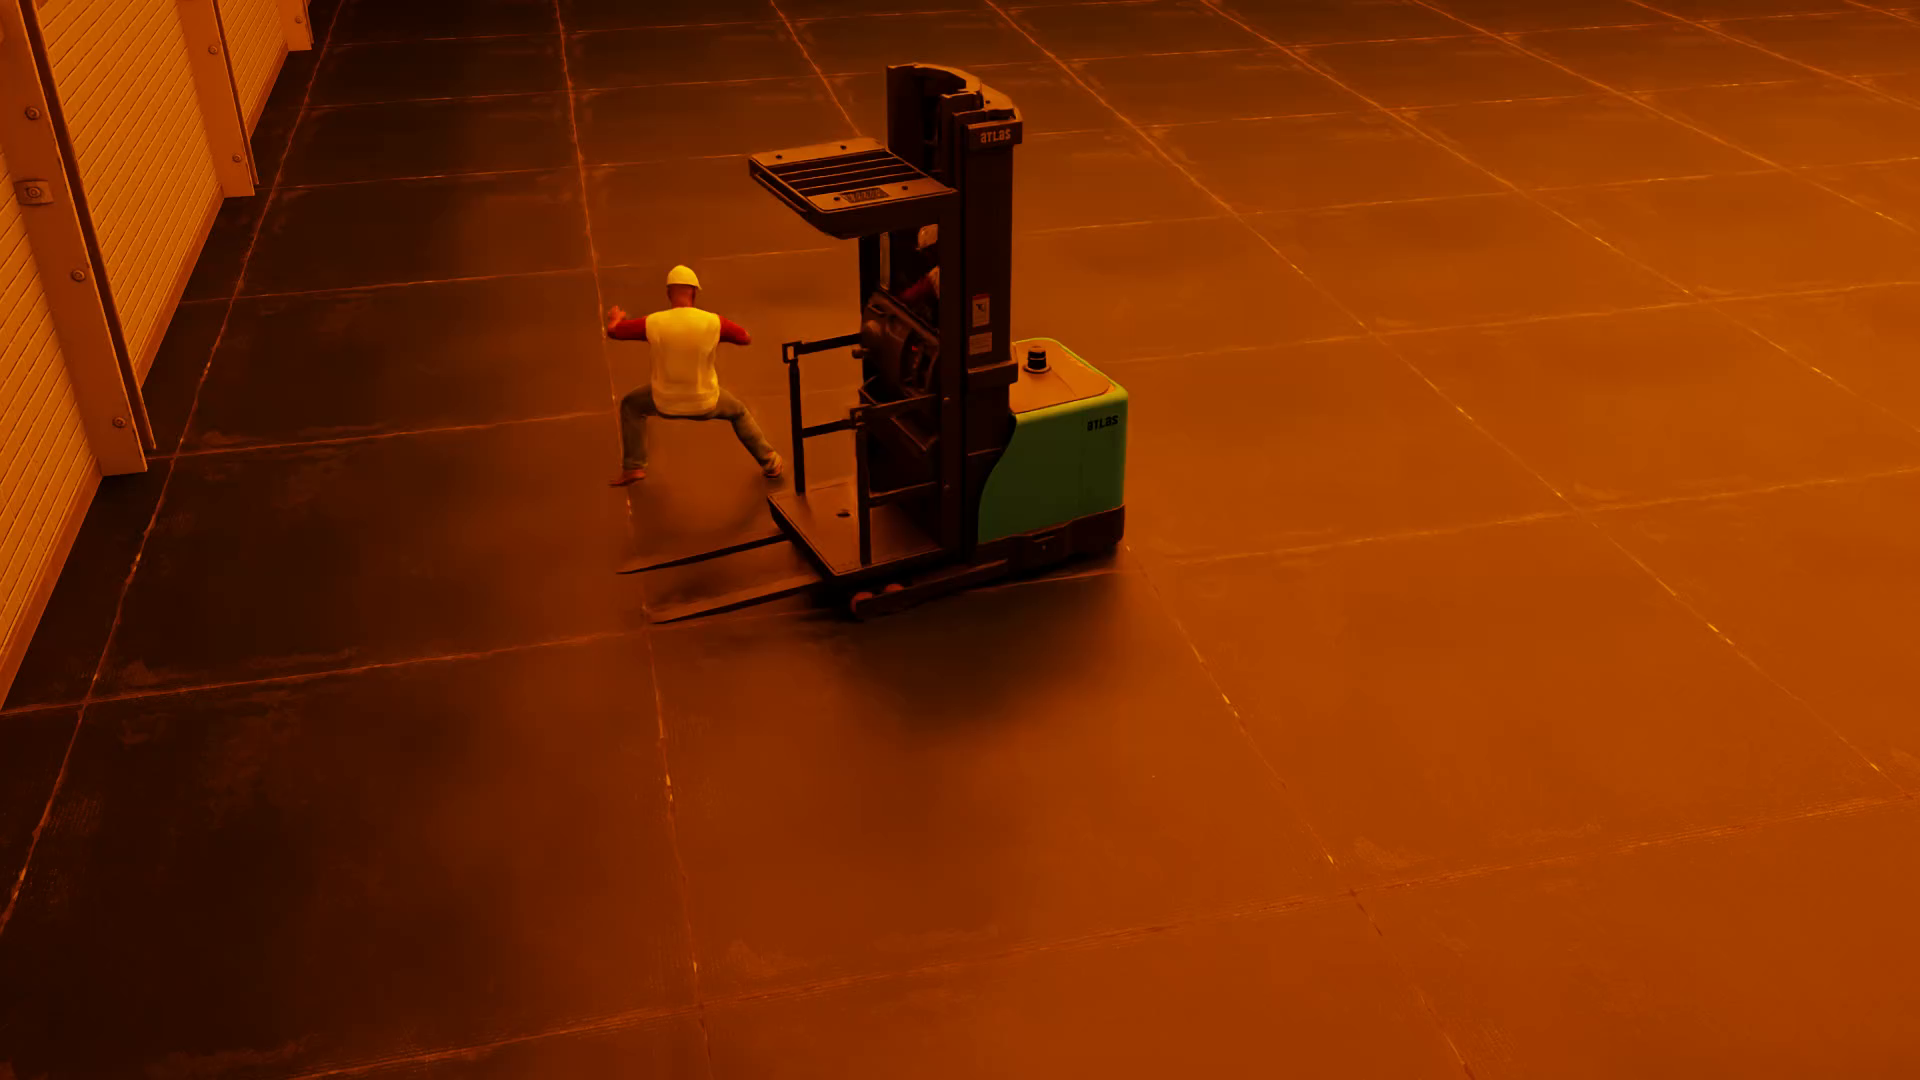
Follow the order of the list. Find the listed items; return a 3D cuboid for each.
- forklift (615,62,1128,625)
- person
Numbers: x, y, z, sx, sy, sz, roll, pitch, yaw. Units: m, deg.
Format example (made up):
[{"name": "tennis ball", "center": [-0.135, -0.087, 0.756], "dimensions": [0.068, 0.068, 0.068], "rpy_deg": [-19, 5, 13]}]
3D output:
[{"name": "forklift", "center": [-0.530, -1.103, 9.480], "dimensions": [3.031, 2.935, 1.130], "rpy_deg": [-14, 33, -23]}, {"name": "person", "center": [-1.773, -1.067, 10.801], "dimensions": [1.129, 1.539, 0.720], "rpy_deg": [-1, 30, -2]}]
